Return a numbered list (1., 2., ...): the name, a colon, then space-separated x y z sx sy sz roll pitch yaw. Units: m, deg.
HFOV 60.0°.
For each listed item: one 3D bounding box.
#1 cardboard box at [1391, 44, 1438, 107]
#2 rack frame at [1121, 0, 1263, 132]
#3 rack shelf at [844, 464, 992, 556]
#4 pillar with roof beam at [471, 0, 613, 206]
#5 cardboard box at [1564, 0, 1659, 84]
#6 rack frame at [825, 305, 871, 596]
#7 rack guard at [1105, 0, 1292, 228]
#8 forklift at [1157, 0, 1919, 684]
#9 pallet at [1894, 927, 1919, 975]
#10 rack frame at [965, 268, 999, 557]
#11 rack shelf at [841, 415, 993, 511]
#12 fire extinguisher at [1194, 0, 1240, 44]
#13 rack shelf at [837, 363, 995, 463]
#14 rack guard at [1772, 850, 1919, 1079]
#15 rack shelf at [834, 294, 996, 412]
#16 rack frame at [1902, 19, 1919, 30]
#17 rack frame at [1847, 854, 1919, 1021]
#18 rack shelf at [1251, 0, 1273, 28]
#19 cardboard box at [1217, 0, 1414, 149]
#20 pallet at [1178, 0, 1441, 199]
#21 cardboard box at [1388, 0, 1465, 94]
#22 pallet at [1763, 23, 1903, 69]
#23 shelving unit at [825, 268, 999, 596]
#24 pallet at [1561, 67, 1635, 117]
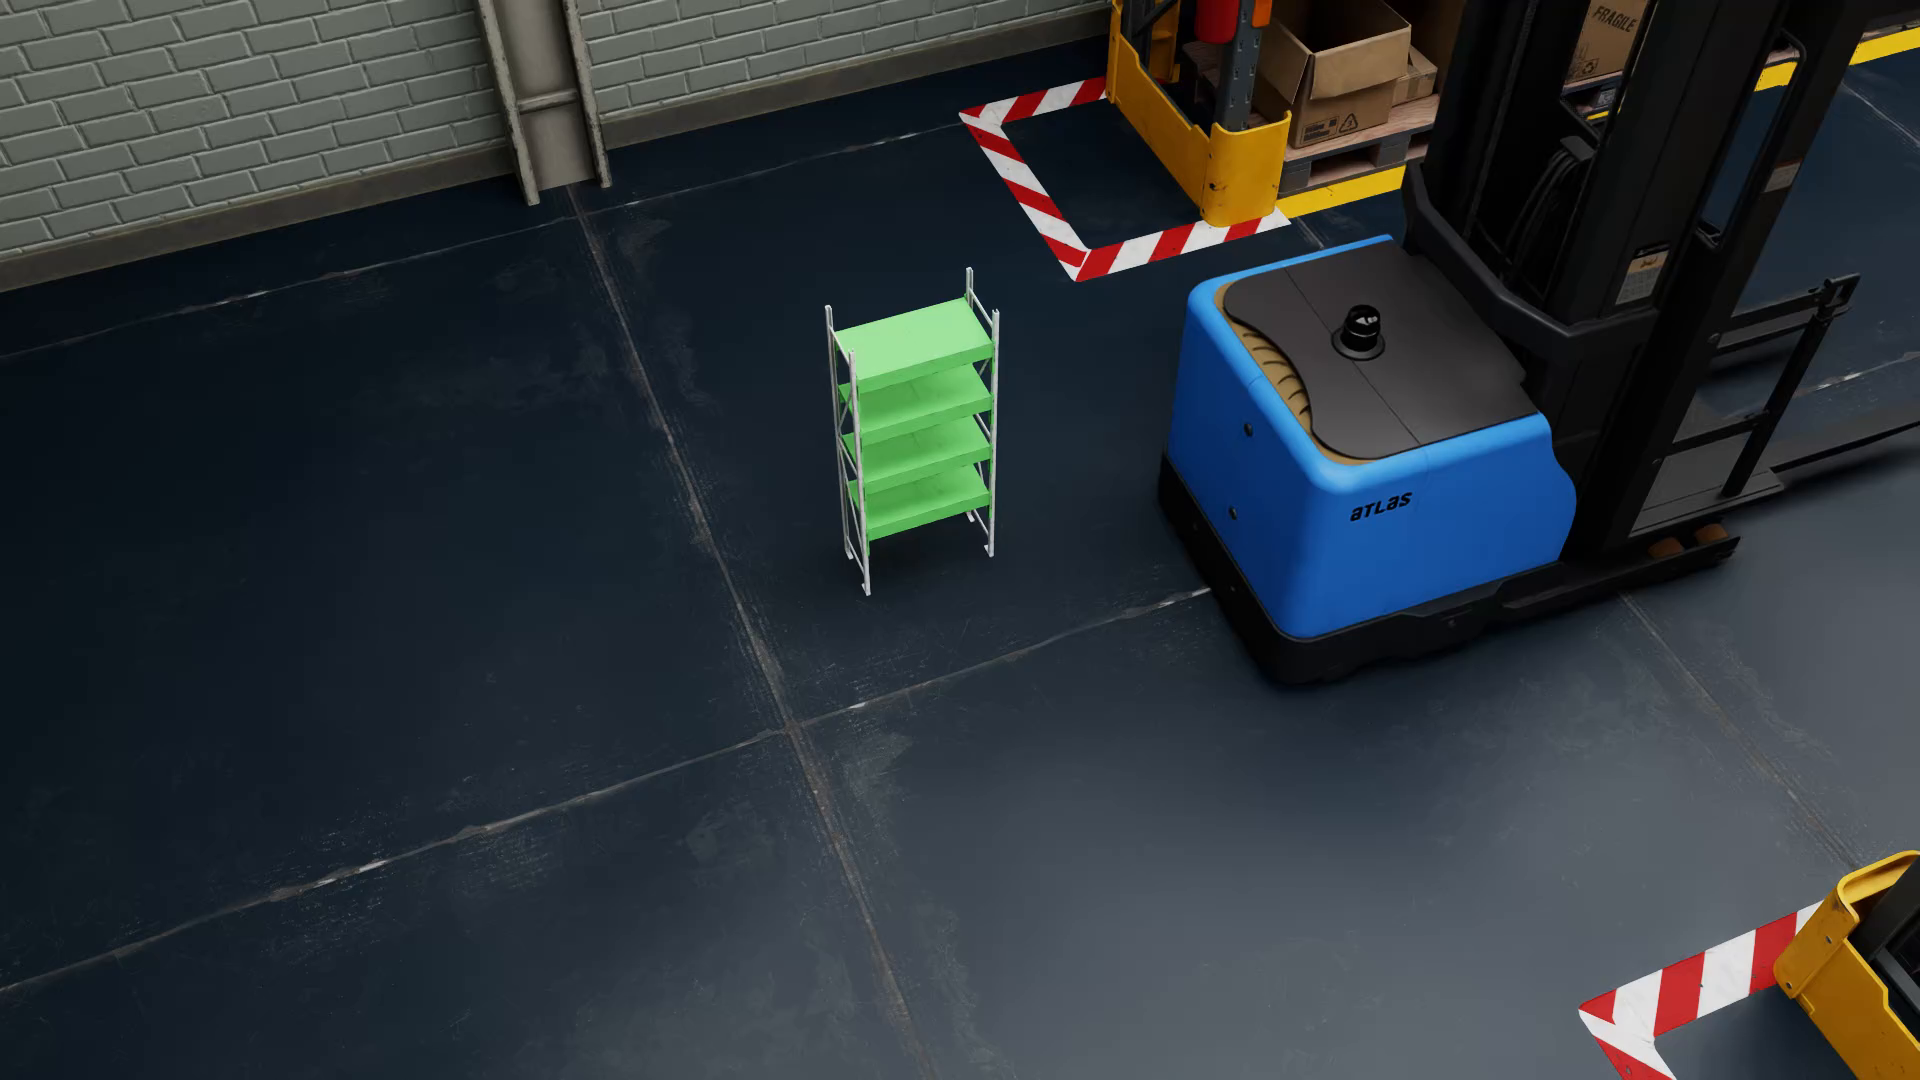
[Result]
1. cardboard box: 2.009 -2.211 7.774 0.250 0.149 0.380 -19 52 -16
2. rack frame: 0.999 -2.800 6.677 0.127 3.000 1.000 -17 52 -14
3. rack shelf: -0.153 -0.145 5.985 0.480 0.148 0.258 -17 52 -14
4. pillar with roof beam: -0.210 -1.590 1.684 0.400 9.000 9.100 -17 52 -14
5. cardboard box: 2.934 -2.530 7.817 0.500 0.500 0.500 -16 51 -14
6. rack frame: -0.379 -0.273 5.694 0.015 1.200 0.240 -17 52 -14
7. rack guard: 1.069 -2.007 7.644 0.348 0.500 1.175 -17 52 -14
8. forklift: 2.321 -1.166 5.319 3.031 2.935 1.130 -16 51 -13
9. pallet: 3.590 1.309 4.986 1.213 0.211 1.003 -17 52 -14
10. rack frame: 0.073 -0.413 5.814 0.015 1.200 0.240 -17 52 -14
11. rack shelf: -0.153 -0.302 5.802 0.480 0.148 0.258 -17 52 -14
12. fire extinguisher: 1.037 -2.286 6.533 0.183 0.674 0.296 -17 52 -14
13. rack shelf: -0.153 -0.458 5.620 0.480 0.148 0.258 -17 52 -14
14. rack guard: 2.857 1.506 4.627 0.348 0.500 1.175 -17 52 -14
15. rack shelf: -0.153 -0.614 5.438 0.480 0.148 0.258 -17 52 -14
16. rack frame: 4.702 -3.947 7.663 0.127 3.000 1.000 -17 52 -14
17. rack frame: 2.879 0.685 3.684 0.127 3.000 1.000 -17 52 -14
18. rack shelf: 2.850 -3.139 7.443 4.000 0.370 1.077 -17 52 -14
19. cardboard box: 1.601 -2.232 7.558 0.637 0.503 0.797 -19 52 -16
20. pallet: 1.807 -2.142 7.951 1.213 0.211 1.003 -17 52 -14
21. cardboard box: 2.407 -2.449 7.747 0.500 0.500 0.700 -15 51 -13
22. pallet: 4.066 -2.842 8.552 1.213 0.211 1.003 -17 52 -14
23. shelving unit: -0.153 -0.343 5.754 0.503 1.200 0.258 -17 52 -14
24. pallet: 2.934 -2.489 8.249 1.213 0.211 1.003 -17 52 -14
